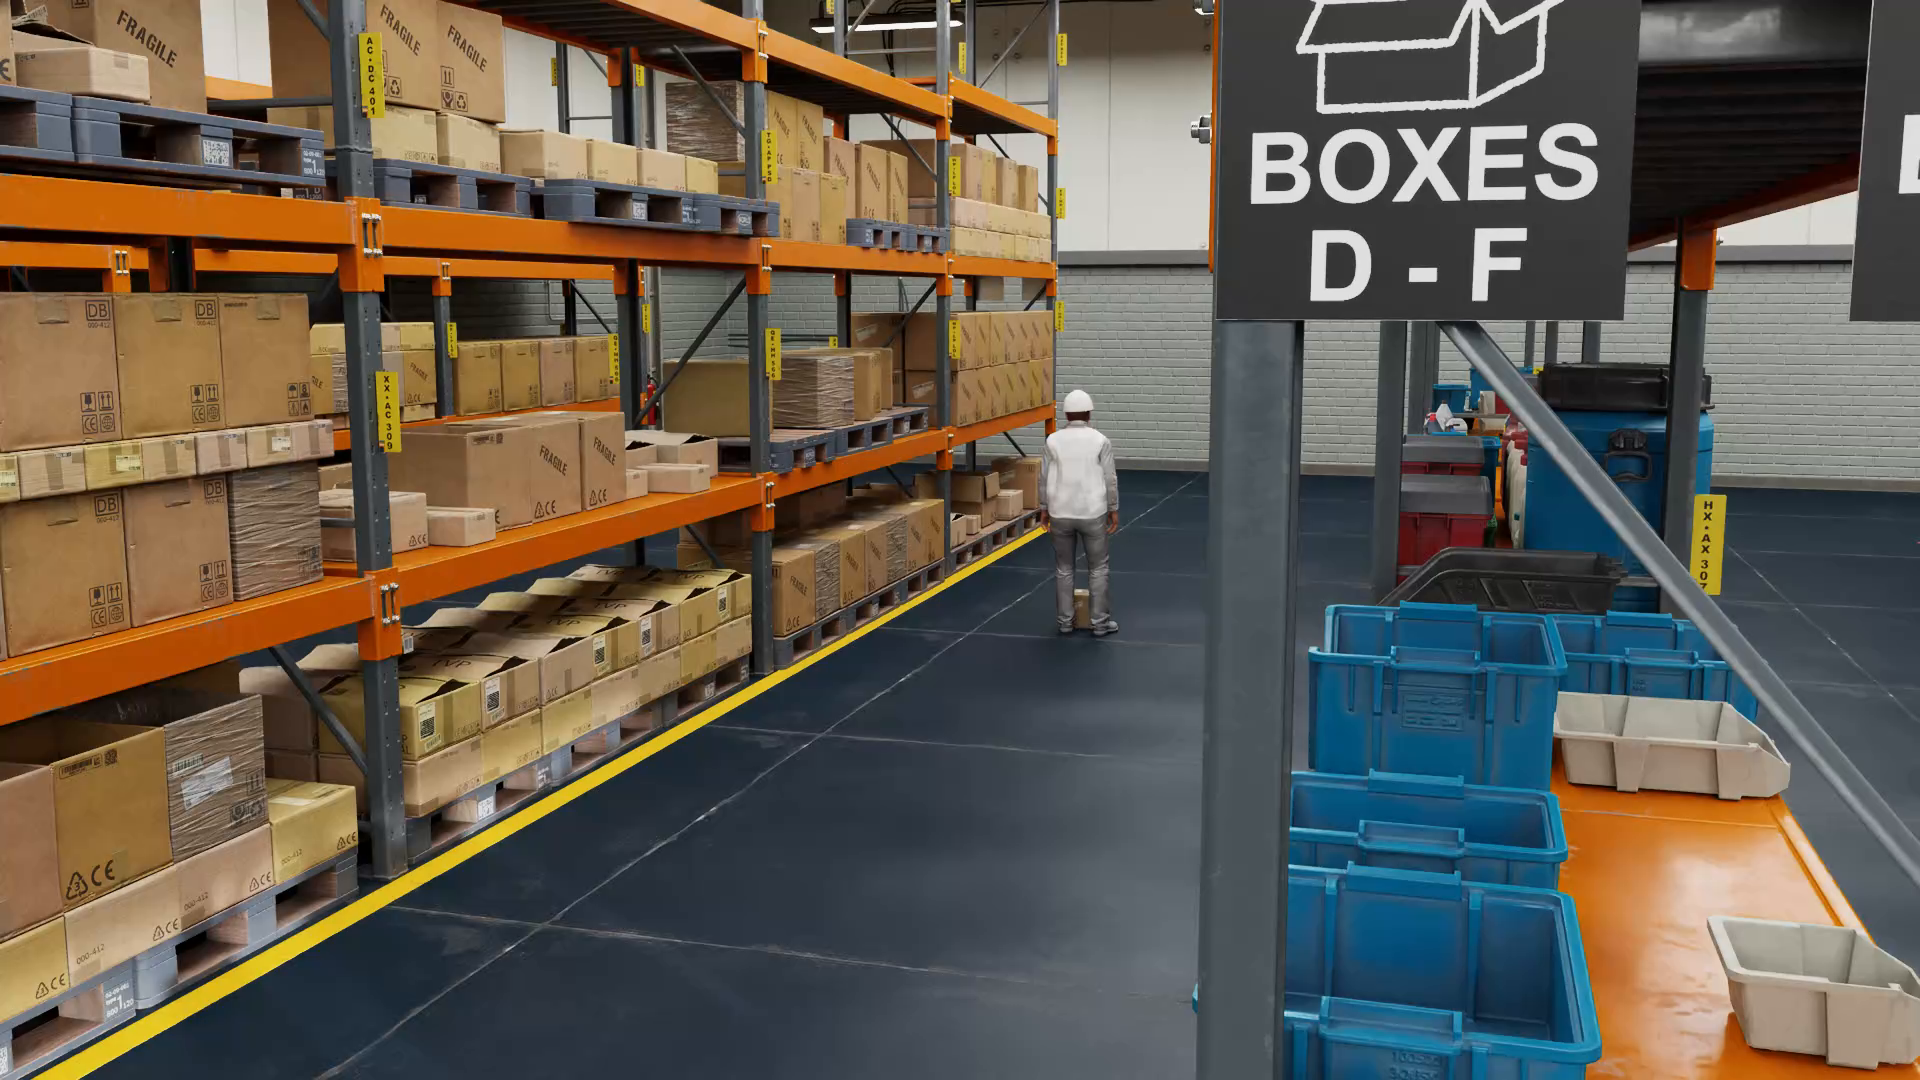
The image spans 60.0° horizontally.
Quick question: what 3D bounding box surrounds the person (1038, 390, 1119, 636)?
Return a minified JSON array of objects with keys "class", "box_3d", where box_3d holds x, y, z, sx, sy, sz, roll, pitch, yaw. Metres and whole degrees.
[{"class":"person","box_3d":[0.864,-0.201,12.123,0.589,1.772,0.464,2,9,15]}]
